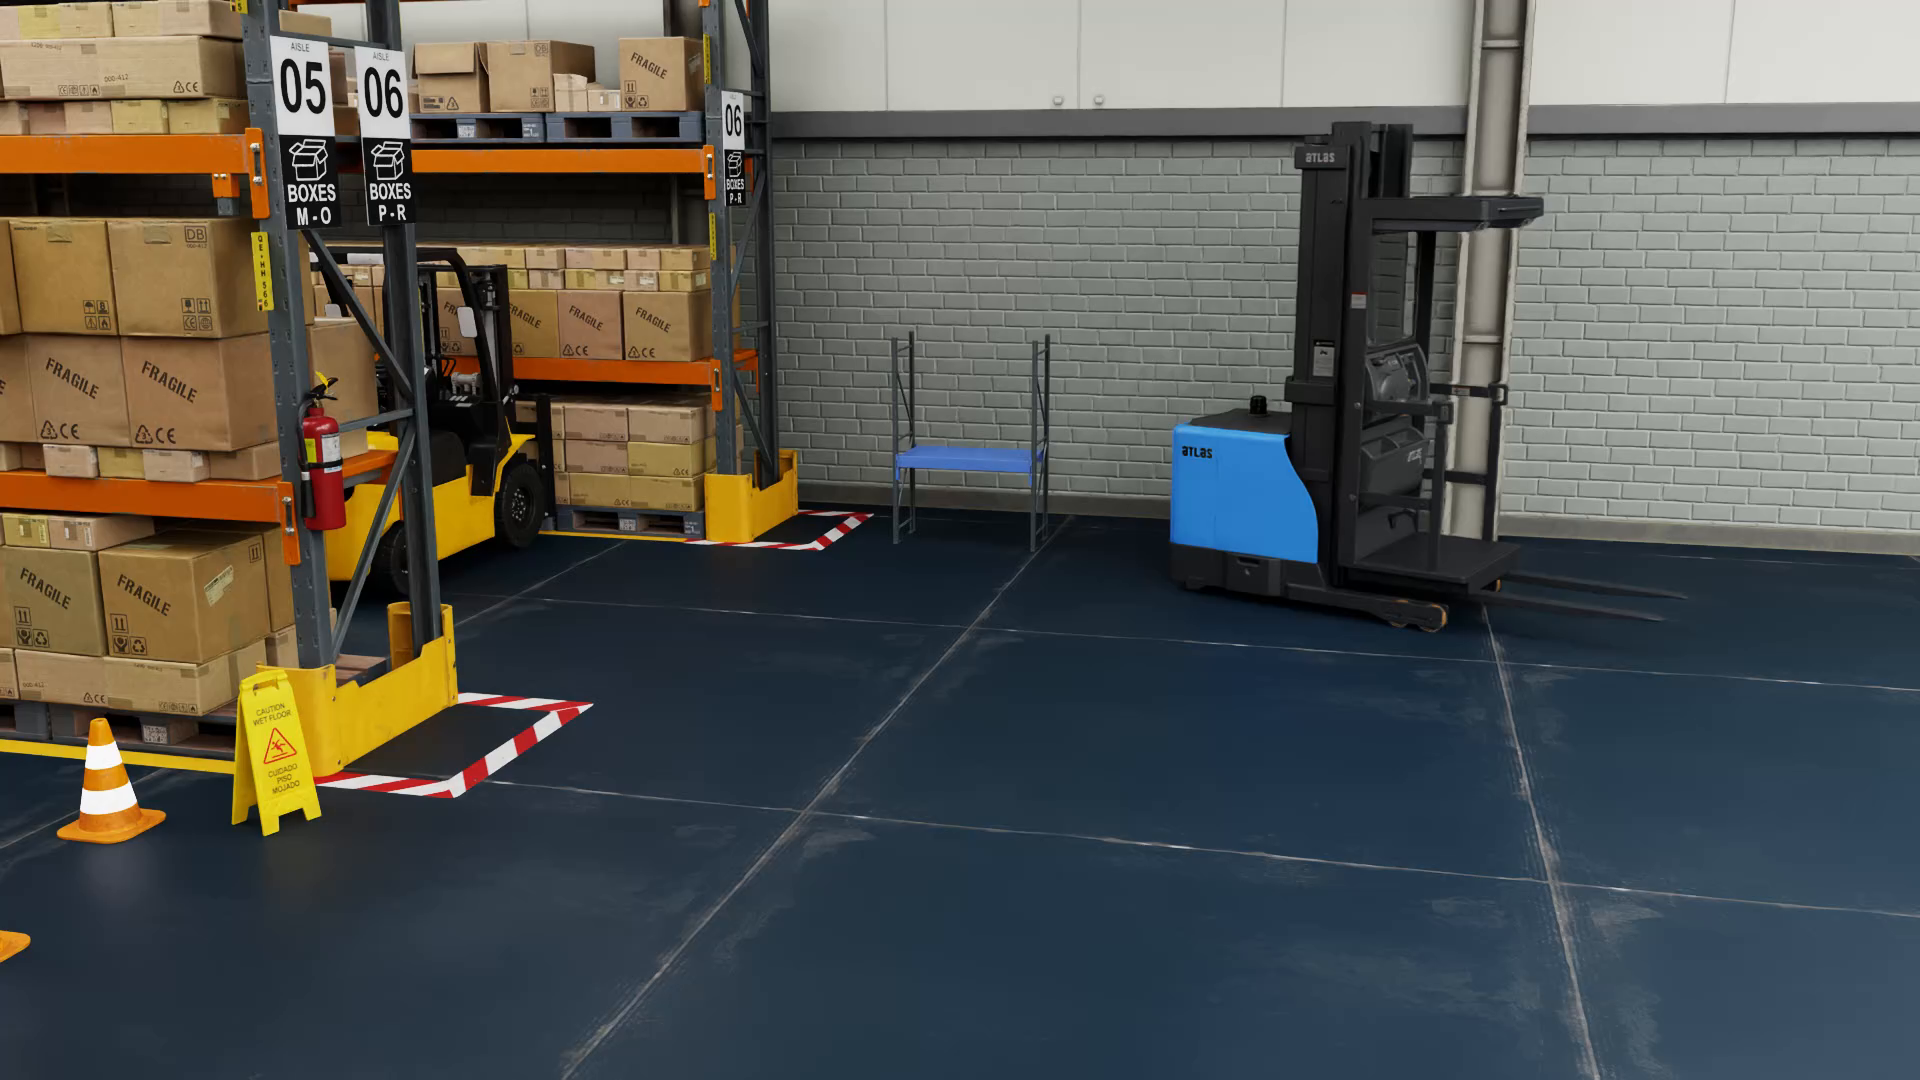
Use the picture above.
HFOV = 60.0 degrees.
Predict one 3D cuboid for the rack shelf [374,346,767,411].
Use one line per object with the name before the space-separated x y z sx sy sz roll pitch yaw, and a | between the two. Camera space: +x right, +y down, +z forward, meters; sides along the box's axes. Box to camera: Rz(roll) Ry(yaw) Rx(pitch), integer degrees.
rack shelf | -3.540 -1.324 12.936 4.000 0.370 1.077 3 13 14

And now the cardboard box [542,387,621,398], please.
cardboard box | -2.989 -1.040 13.067 0.500 0.250 0.500 3 13 13

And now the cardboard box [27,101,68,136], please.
cardboard box | -3.927 -1.883 7.449 0.250 0.149 0.380 3 13 14

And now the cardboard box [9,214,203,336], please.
cardboard box | -3.822 -1.218 7.571 0.500 0.500 0.700 3 13 14

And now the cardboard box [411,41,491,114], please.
cardboard box | -3.616 -3.424 12.378 0.637 0.503 0.797 3 13 15

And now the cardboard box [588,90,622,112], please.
cardboard box | -2.476 -3.146 11.942 0.250 0.149 0.380 3 13 12

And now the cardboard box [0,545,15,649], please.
cardboard box | -4.620 0.203 8.040 0.500 0.500 0.500 3 13 12

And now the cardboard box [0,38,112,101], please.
cardboard box | -3.831 -2.063 7.340 0.500 0.250 0.500 3 13 13

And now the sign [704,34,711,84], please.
sign | -1.742 -3.316 11.467 0.005 0.325 0.100 3 13 14

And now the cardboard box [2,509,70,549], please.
cardboard box | -4.240 -0.078 7.810 0.250 0.149 0.380 3 13 14

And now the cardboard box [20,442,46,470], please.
cardboard box | -4.187 -0.436 7.856 0.250 0.149 0.380 3 13 14

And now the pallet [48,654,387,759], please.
pallet | -3.638 0.781 8.228 1.213 0.211 1.003 3 13 14

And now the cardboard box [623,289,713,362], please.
cardboard box | -2.139 -1.590 12.246 0.500 0.500 0.500 3 13 12

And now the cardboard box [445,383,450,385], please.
cardboard box | -4.463 -1.122 13.434 0.500 0.250 0.500 3 13 13

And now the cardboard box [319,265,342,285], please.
cardboard box | -4.724 -2.052 12.827 0.250 0.149 0.380 3 13 13

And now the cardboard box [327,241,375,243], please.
cardboard box | -4.866 -2.315 13.326 0.250 0.149 0.380 3 13 12

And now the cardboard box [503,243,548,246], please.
cardboard box | -3.368 -2.231 12.947 0.250 0.149 0.380 3 13 14

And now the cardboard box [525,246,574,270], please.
cardboard box | -3.008 -2.089 12.309 0.250 0.149 0.380 3 13 15

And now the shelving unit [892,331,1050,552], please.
shelving unit | 0.083 -0.728 12.051 1.048 1.500 0.538 3 13 14

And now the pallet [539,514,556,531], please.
pallet | -3.532 -0.305 13.119 1.213 0.211 1.003 3 13 14

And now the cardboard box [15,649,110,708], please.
cardboard box | -4.135 0.596 8.000 0.500 0.250 0.500 3 13 14

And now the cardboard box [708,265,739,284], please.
cardboard box | -1.866 -2.009 12.634 0.250 0.149 0.380 3 13 12

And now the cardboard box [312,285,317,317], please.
cardboard box | -5.114 -1.750 12.964 0.500 0.500 0.500 3 13 12

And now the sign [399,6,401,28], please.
sign | -2.654 -2.532 7.779 0.005 0.325 0.100 3 13 14

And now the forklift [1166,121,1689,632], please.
forklift | 2.839 -1.017 10.052 3.031 2.935 1.130 9 15 34

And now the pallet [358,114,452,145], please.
pallet | -4.648 -3.161 12.836 1.213 0.211 1.003 3 13 14

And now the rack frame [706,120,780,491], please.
rack frame | -1.599 -1.571 12.390 0.127 3.000 1.000 3 13 14

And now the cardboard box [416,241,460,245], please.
cardboard box | -4.101 -2.286 13.198 0.250 0.149 0.380 3 13 13

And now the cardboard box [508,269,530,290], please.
cardboard box | -3.254 -1.957 12.402 0.250 0.149 0.380 3 13 14

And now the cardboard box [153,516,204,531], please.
cardboard box | -4.033 0.117 8.430 0.500 0.500 0.500 3 13 11

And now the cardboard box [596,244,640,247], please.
cardboard box | -2.616 -2.192 12.772 0.250 0.149 0.380 3 13 14

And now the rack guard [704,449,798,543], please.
rack guard | -1.575 -0.350 12.655 0.348 0.500 1.175 3 13 14

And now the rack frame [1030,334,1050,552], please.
rack frame | 0.576 -0.701 11.932 0.032 1.500 0.500 3 13 14

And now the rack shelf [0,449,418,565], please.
rack shelf | -4.726 -0.280 8.230 4.000 0.370 1.077 3 13 14

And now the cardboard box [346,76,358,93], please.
cardboard box | -4.733 -3.359 12.529 0.500 0.311 0.500 3 13 15

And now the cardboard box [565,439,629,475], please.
cardboard box | -2.630 -0.666 12.534 0.500 0.250 0.500 3 13 13

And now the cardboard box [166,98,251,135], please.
cardboard box | -3.198 -1.829 7.205 0.250 0.149 0.380 3 13 14

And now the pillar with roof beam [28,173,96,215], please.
pillar with roof beam | -8.915 -4.132 10.081 0.400 9.000 9.100 3 13 14

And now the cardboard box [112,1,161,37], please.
cardboard box | -3.425 -2.235 7.197 0.250 0.149 0.380 3 13 15

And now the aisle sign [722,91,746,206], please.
aisle sign | -1.605 -2.775 11.815 0.004 0.787 0.394 3 13 14

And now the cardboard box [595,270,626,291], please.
cardboard box | -2.495 -1.929 12.275 0.250 0.149 0.380 3 13 15

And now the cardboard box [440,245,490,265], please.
cardboard box | -3.728 -2.151 12.589 0.250 0.149 0.380 3 13 14

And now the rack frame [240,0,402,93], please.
rack frame | -2.784 -3.456 7.035 0.127 3.000 1.000 3 13 14

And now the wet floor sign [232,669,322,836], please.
wet floor sign | -2.856 0.857 6.881 0.232 0.644 0.267 8 15 33

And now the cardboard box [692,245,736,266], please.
cardboard box | -1.874 -2.144 12.558 0.250 0.149 0.380 3 13 12

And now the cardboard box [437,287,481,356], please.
cardboard box | -3.629 -1.670 12.603 0.500 0.500 0.500 3 13 14

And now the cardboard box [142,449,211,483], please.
cardboard box | -3.471 -0.369 7.551 0.250 0.149 0.380 3 13 13

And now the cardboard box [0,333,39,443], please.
cardboard box | -4.347 -0.745 7.749 0.500 0.500 0.500 3 13 13

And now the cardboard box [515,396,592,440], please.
cardboard box | -3.110 -0.930 12.569 0.500 0.250 0.500 3 13 14

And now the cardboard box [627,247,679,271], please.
cardboard box | -2.244 -2.062 12.189 0.250 0.149 0.380 3 13 14

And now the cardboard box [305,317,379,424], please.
cardboard box | -3.178 -0.804 8.015 0.500 0.500 0.500 3 13 13

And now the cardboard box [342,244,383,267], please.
cardboard box | -4.493 -2.170 12.673 0.250 0.149 0.380 3 13 15

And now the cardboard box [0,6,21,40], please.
cardboard box | -4.146 -2.283 7.411 0.250 0.149 0.380 3 13 14

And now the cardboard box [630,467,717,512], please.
cardboard box | -2.131 -0.392 12.453 0.500 0.250 0.500 3 13 14
